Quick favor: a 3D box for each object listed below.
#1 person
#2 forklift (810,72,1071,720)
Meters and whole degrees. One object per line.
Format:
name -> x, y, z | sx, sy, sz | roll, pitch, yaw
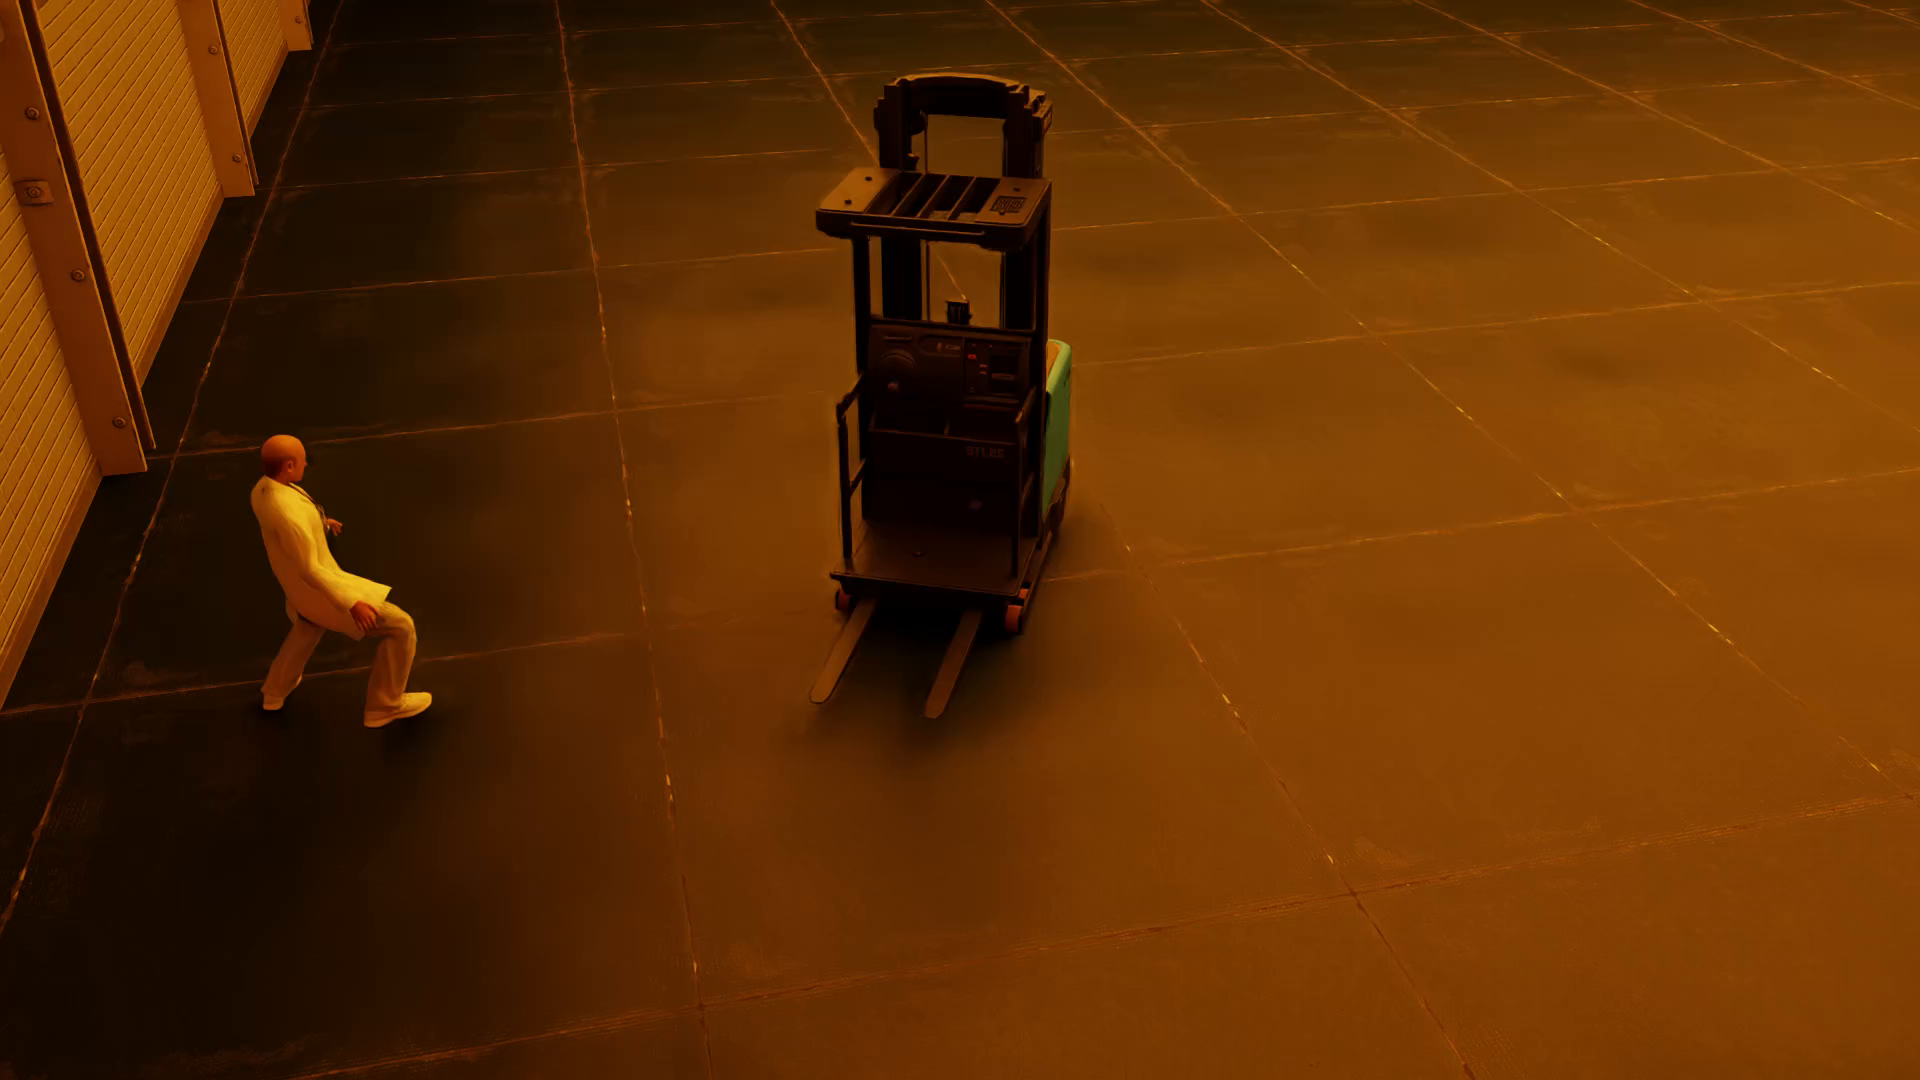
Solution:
person -> -3.323, 0.197, 8.574 | 0.744, 1.644, 1.004 | -20, 36, -31
forklift -> -0.110, -0.939, 9.197 | 1.130, 2.935, 3.031 | 7, 31, 11
